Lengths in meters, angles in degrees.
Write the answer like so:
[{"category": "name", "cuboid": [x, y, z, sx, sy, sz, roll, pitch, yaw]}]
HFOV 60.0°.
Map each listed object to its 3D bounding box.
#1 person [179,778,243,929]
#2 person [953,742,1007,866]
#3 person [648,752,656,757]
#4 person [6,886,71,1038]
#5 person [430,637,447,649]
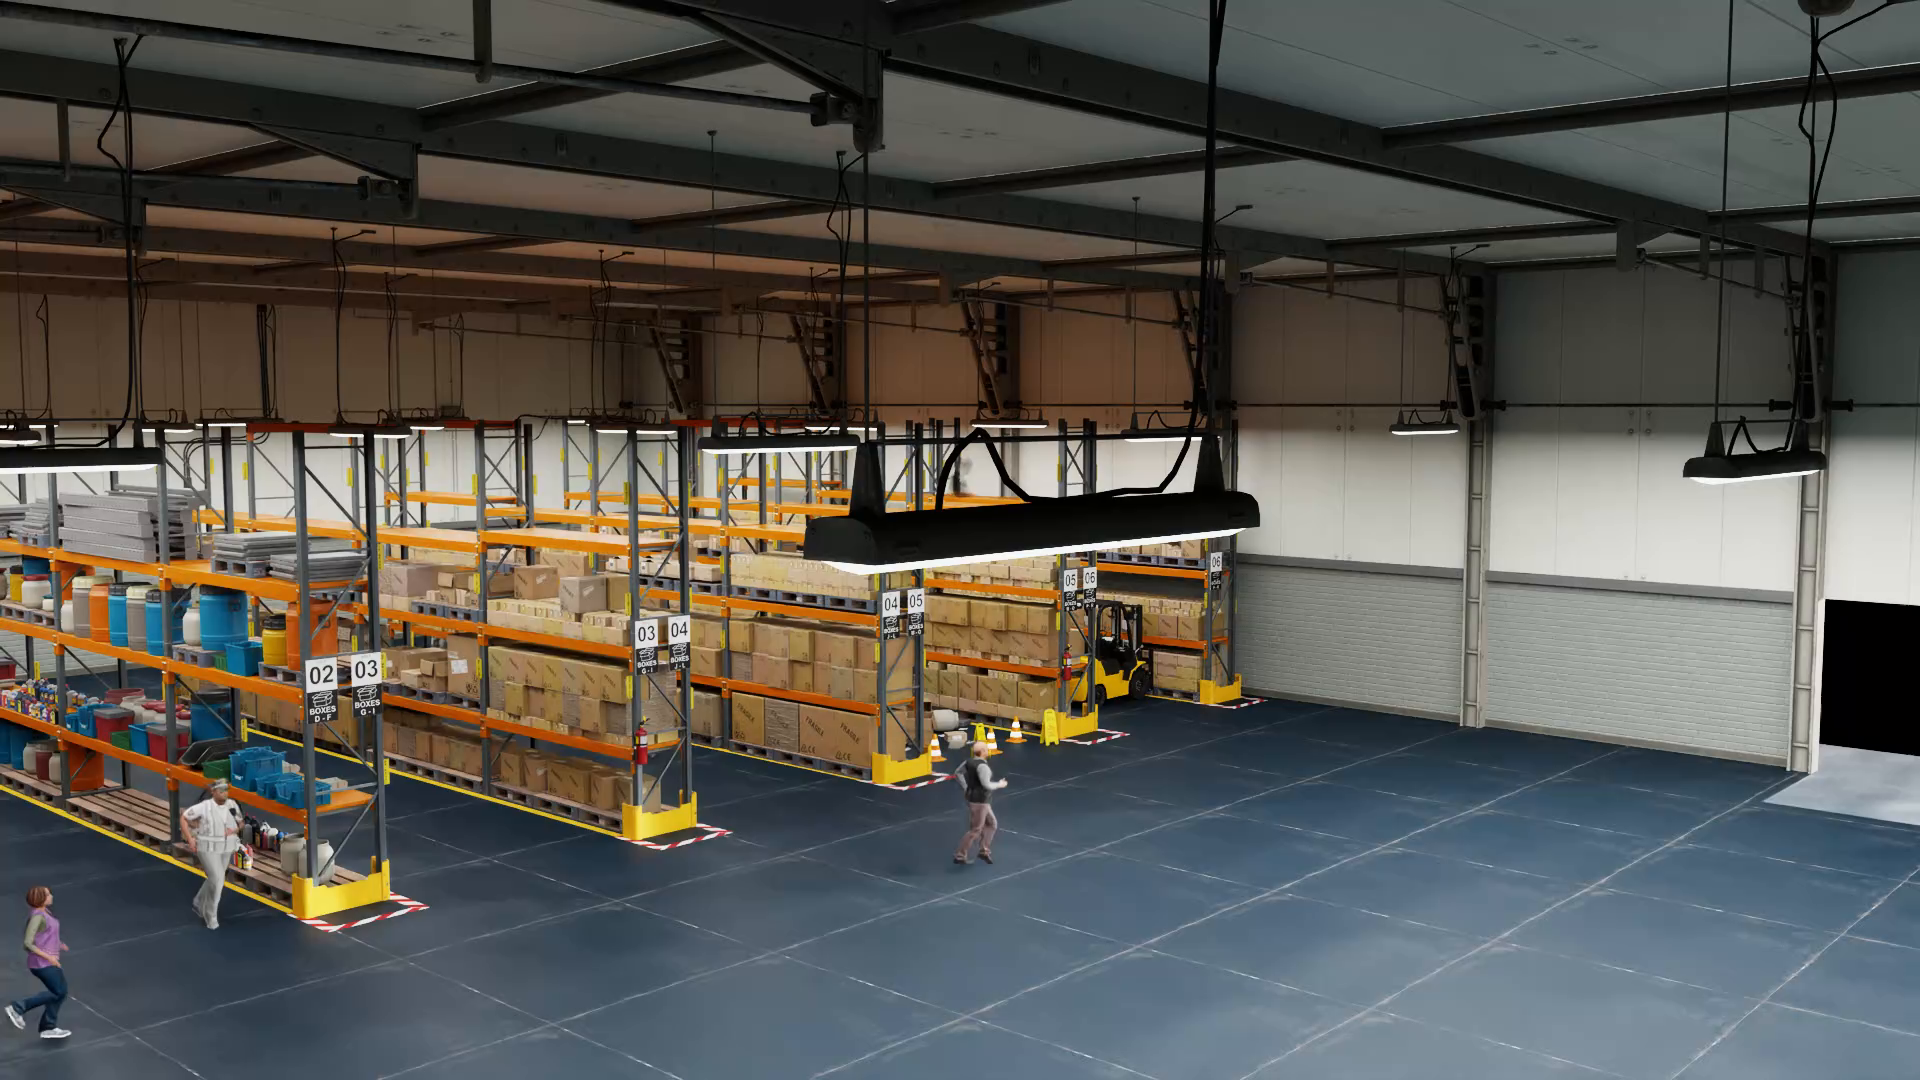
[{"category": "person", "cuboid": [-9.133, 3.824, 20.380, 0.708, 1.845, 0.653, 3, 5, 29]}, {"category": "person", "cuboid": [0.265, 3.632, 22.703, 0.763, 1.777, 0.638, -1, 5, -15]}, {"category": "person", "cuboid": [-5.653, 3.066, 29.833, 0.726, 1.726, 0.569, 3, 5, 31]}, {"category": "person", "cuboid": [-9.183, 4.220, 16.547, 0.553, 1.540, 0.548, -2, 5, -22]}, {"category": "person", "cuboid": [-12.738, 2.193, 40.655, 0.599, 1.643, 0.551, 3, 5, 31]}]
